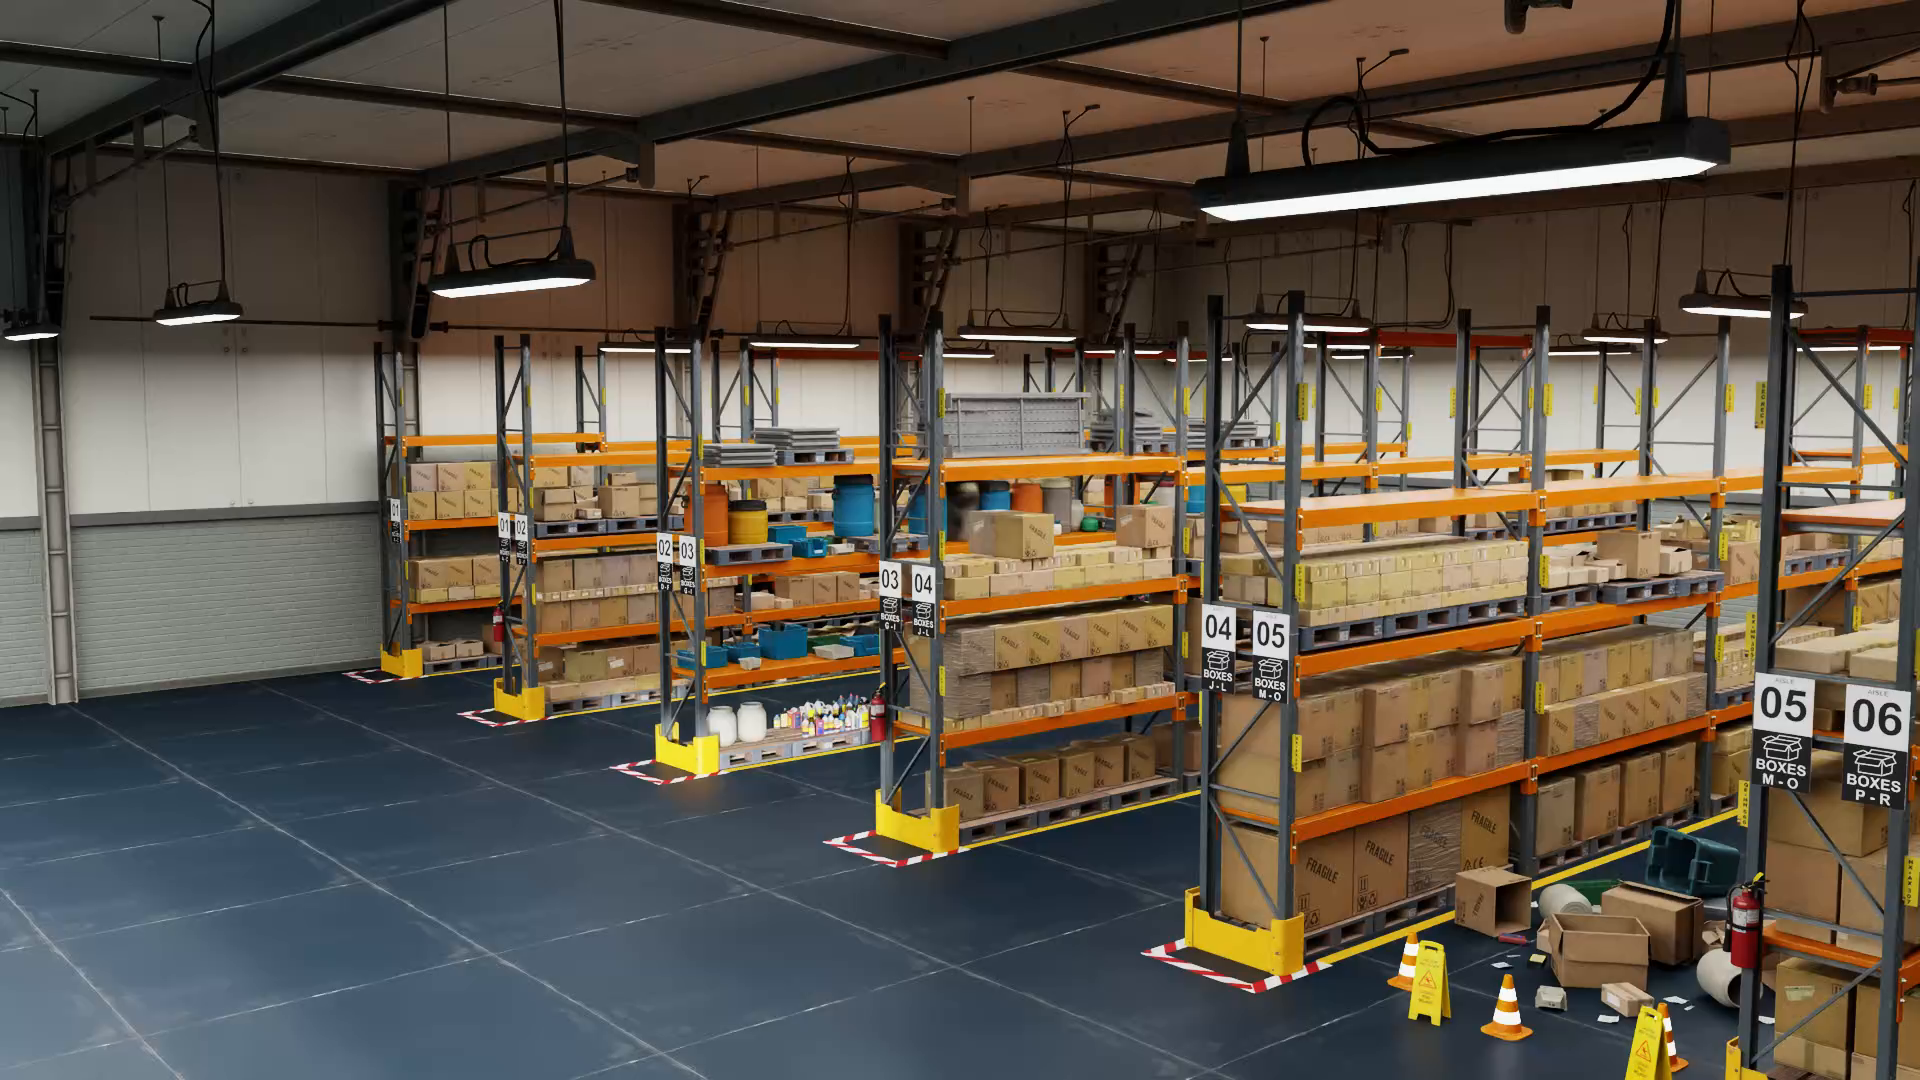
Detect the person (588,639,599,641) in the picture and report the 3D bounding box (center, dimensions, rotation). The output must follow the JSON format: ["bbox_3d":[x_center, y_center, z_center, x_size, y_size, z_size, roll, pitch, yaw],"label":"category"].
[{"bbox_3d":[-6.654,1.695,29.972,0.654,1.499,0.794,2,6,20],"label":"person"}]
